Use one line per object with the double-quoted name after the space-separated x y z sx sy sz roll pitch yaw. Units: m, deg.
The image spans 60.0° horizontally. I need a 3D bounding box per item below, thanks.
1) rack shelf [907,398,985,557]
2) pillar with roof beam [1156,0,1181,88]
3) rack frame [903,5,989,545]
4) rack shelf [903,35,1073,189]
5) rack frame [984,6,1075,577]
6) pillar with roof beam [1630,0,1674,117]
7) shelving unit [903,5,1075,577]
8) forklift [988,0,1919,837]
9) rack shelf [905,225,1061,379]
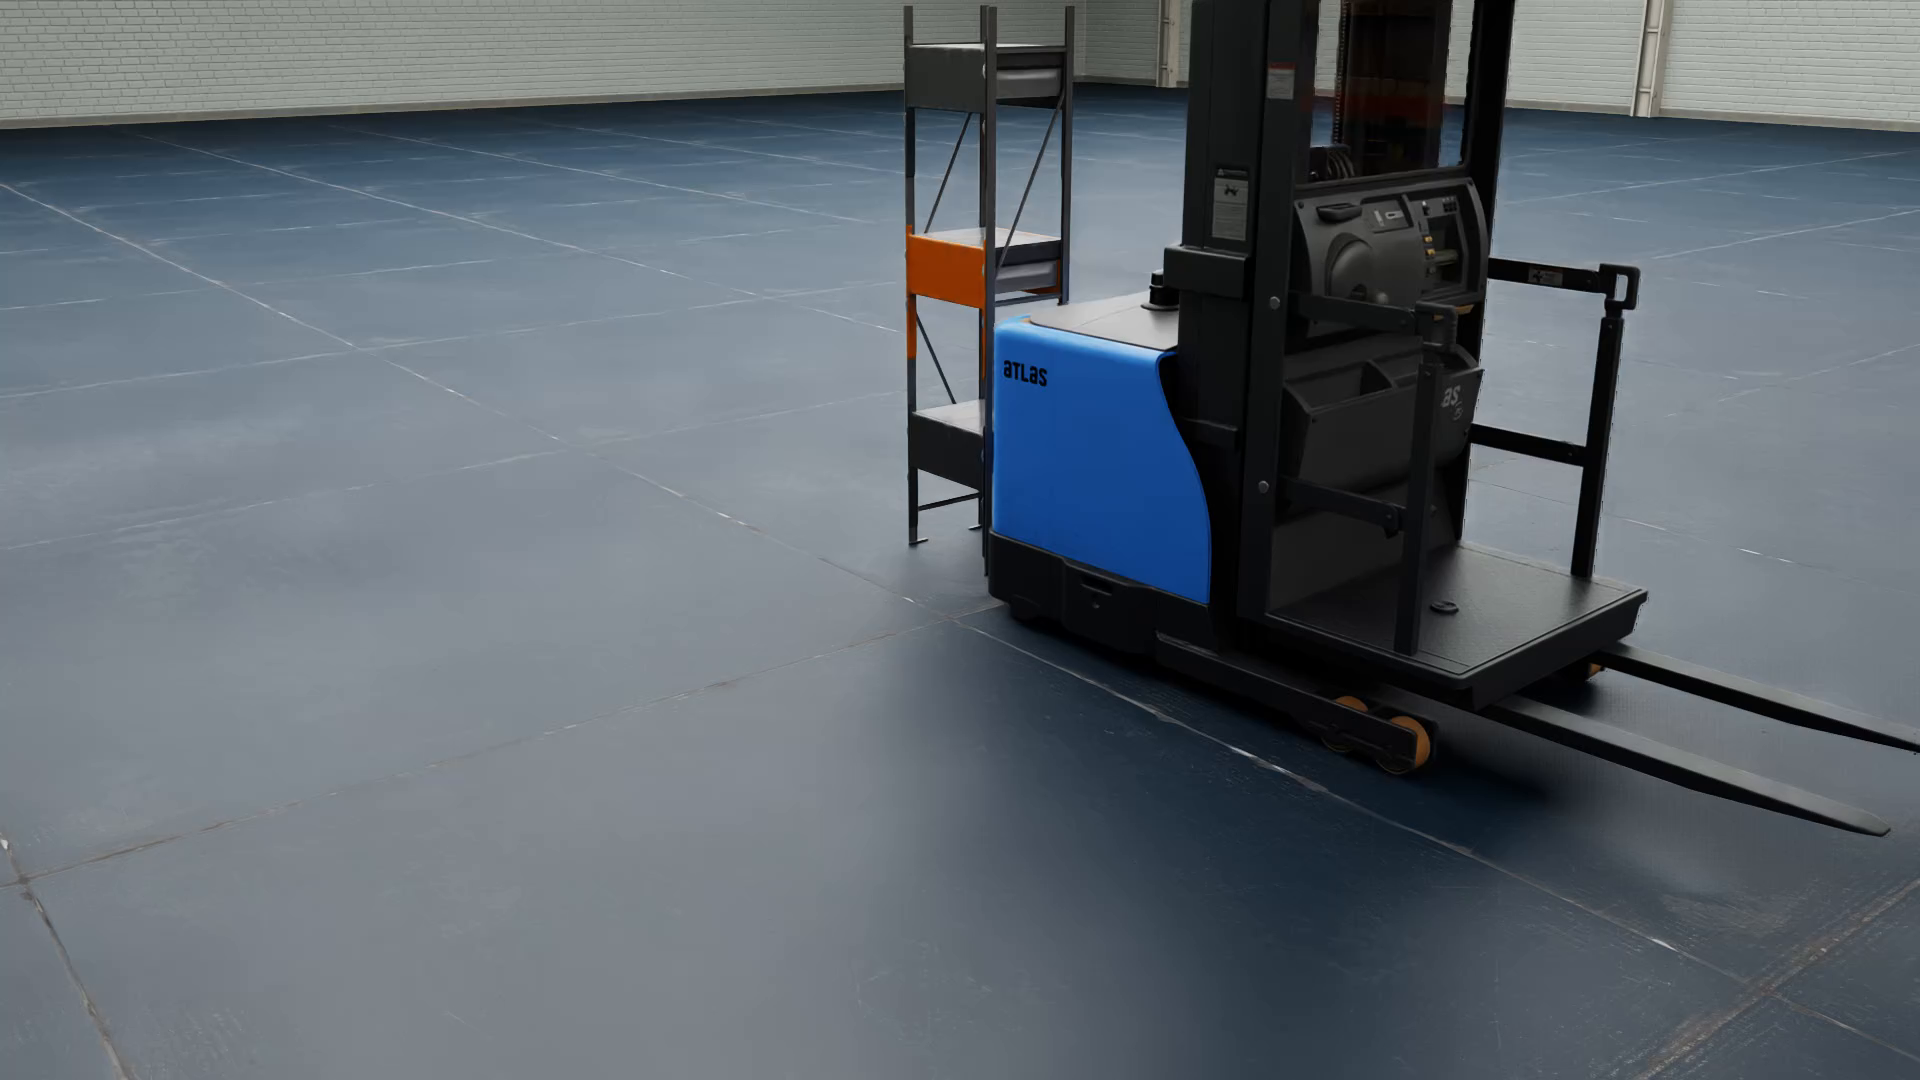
0.103 -0.279 6.634 0.431 0.518 0.480 -14 23 -36 "rack shelf"
1.434 -13.977 34.757 9.100 9.000 0.400 -14 23 -36 "pillar with roof beam"
-0.049 -1.016 6.591 0.400 2.100 0.015 -14 23 -36 "rack frame"
0.103 -1.608 6.193 0.431 0.518 0.480 -14 23 -36 "rack shelf"
0.254 -0.896 6.228 0.400 2.100 0.015 -14 23 -36 "rack frame"
8.884 -11.020 25.827 9.100 9.000 0.400 -14 23 -36 "pillar with roof beam"
0.103 -0.956 6.409 0.431 2.100 0.503 -14 23 -36 "shelving unit"
1.460 -0.893 4.897 1.130 2.935 3.031 -16 24 -39 "forklift"
0.103 -0.943 6.414 0.431 0.518 0.480 -14 23 -36 "rack shelf"
